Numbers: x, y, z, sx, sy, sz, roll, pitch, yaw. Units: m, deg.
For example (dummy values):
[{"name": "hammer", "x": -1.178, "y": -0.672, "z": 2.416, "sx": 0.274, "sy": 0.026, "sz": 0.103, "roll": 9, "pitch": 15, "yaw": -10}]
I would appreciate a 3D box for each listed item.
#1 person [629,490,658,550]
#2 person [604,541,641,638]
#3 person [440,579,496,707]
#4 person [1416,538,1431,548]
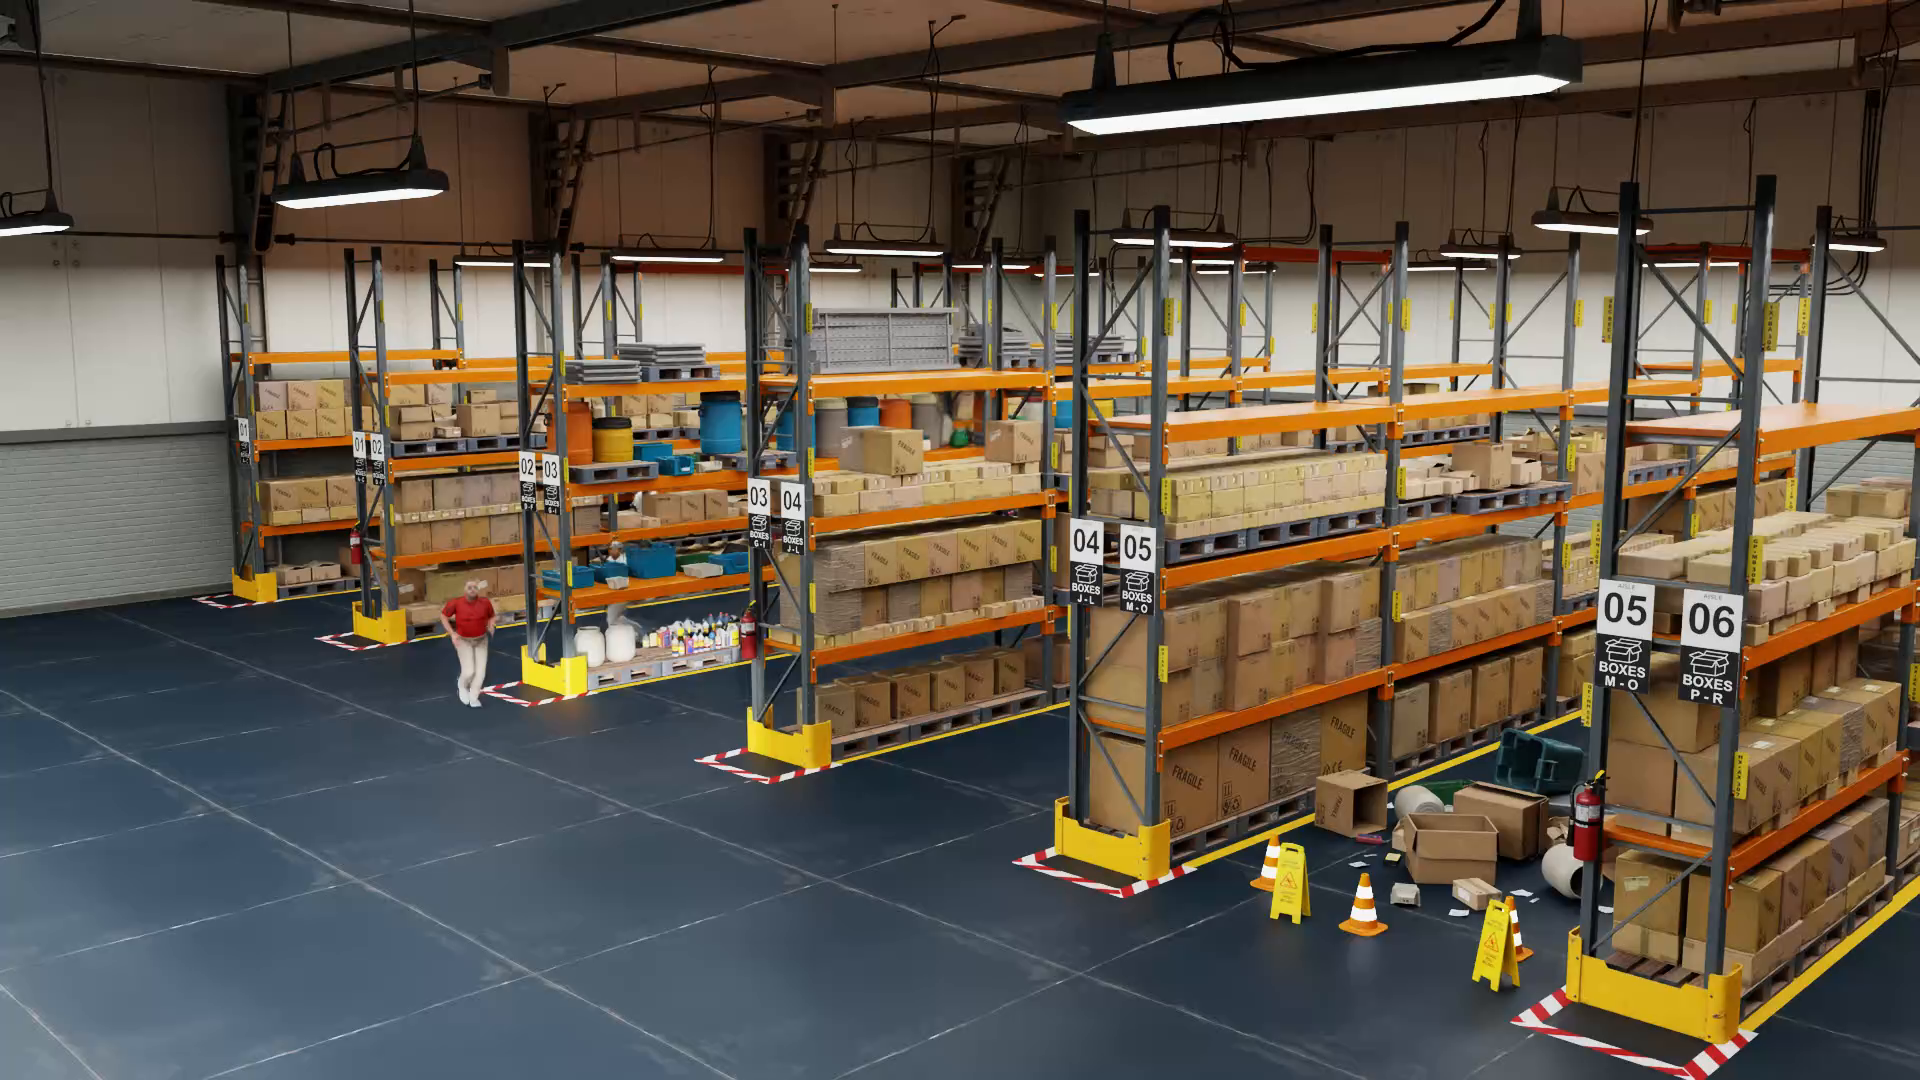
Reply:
[{"name": "person", "x": -6.095, "y": -0.331, "z": 32.251, "sx": 0.687, "sy": 1.756, "sz": 1.034, "roll": 5, "pitch": 10, "yaw": 33}, {"name": "person", "x": -5.109, "y": 0.836, "z": 24.928, "sx": 0.598, "sy": 1.676, "sz": 0.808, "roll": 6, "pitch": 10, "yaw": 36}, {"name": "person", "x": -6.240, "y": 1.330, "z": 21.257, "sx": 0.669, "sy": 1.668, "sz": 0.667, "roll": -5, "pitch": 9, "yaw": -30}, {"name": "person", "x": 7.436, "y": 0.708, "z": 26.121, "sx": 0.838, "sy": 1.561, "sz": 0.694, "roll": -6, "pitch": 10, "yaw": -36}]
